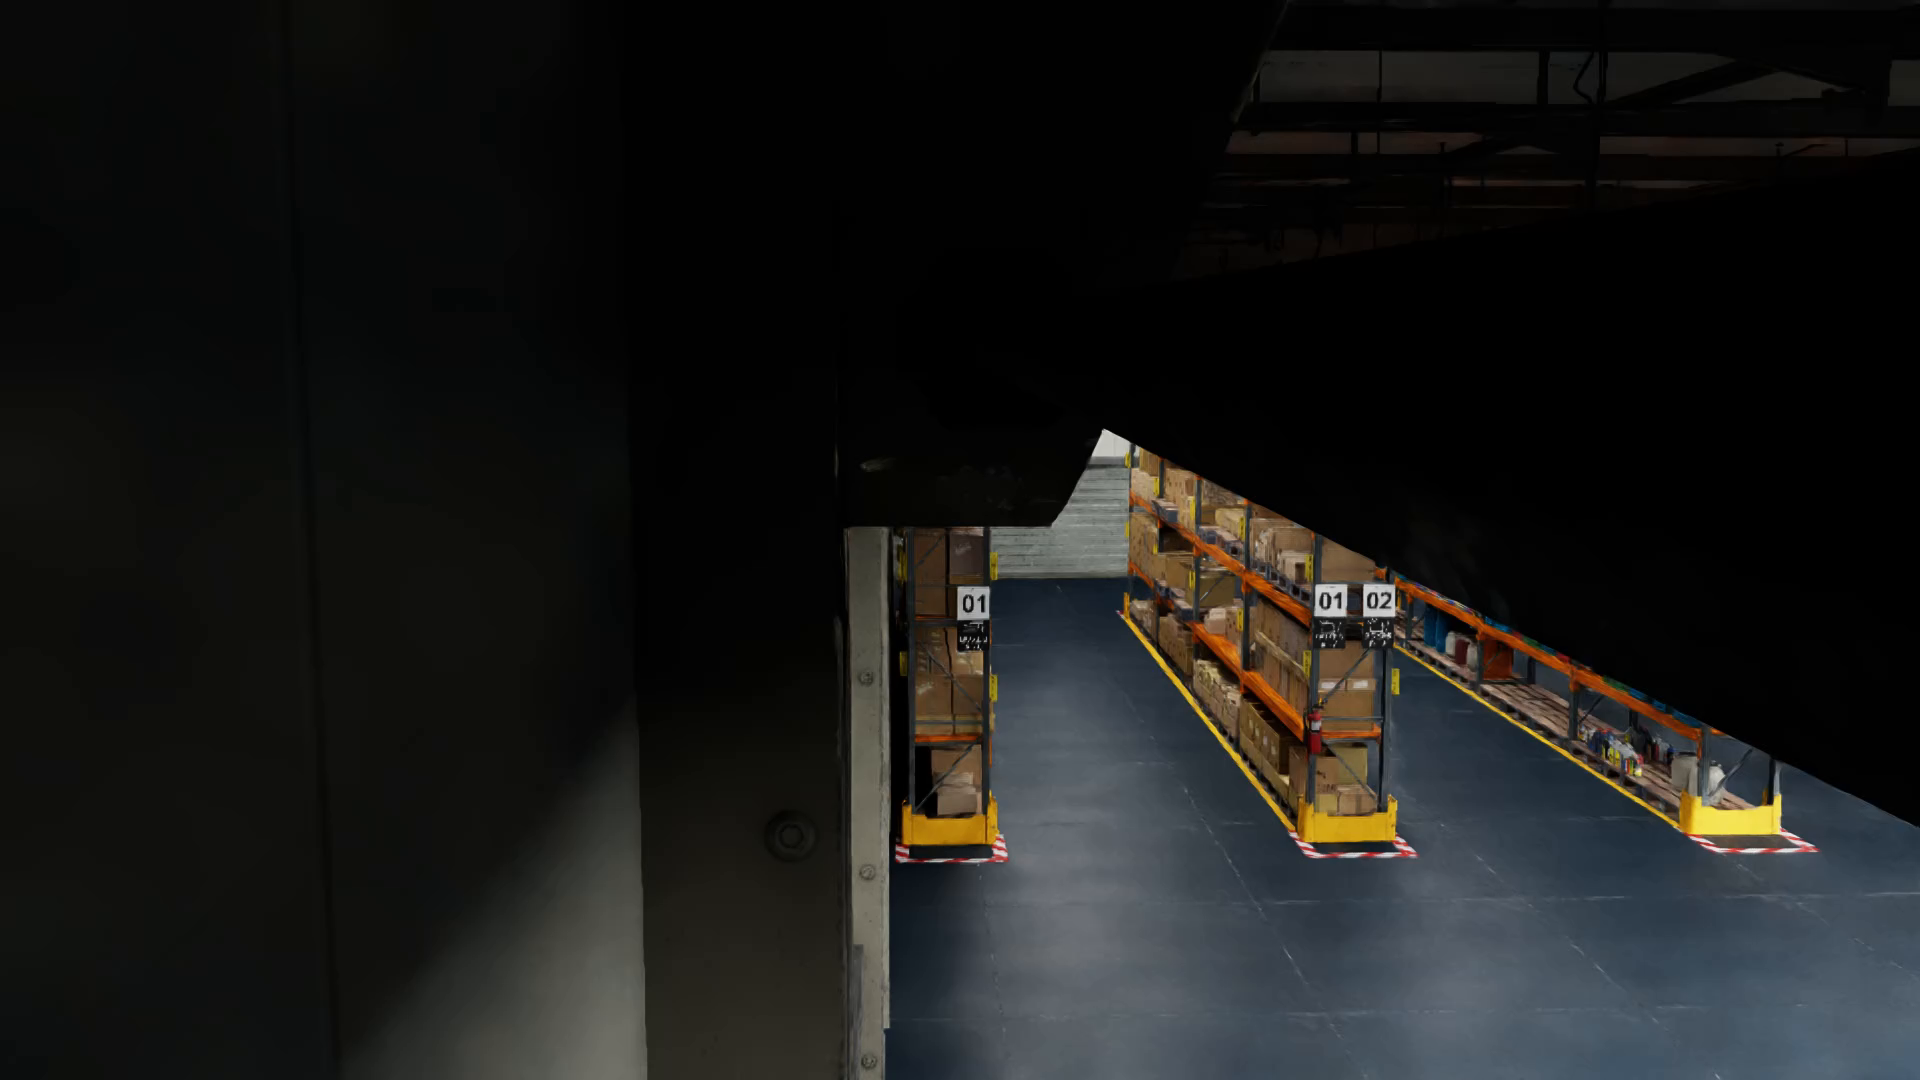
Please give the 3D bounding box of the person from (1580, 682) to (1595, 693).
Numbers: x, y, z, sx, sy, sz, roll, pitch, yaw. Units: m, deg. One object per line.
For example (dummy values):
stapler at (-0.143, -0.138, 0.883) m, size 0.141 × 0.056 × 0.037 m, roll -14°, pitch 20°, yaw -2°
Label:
person at (10.938, 1.797, 28.952) m, size 0.557 × 1.665 × 1.039 m, roll 0°, pitch 7°, yaw -4°
